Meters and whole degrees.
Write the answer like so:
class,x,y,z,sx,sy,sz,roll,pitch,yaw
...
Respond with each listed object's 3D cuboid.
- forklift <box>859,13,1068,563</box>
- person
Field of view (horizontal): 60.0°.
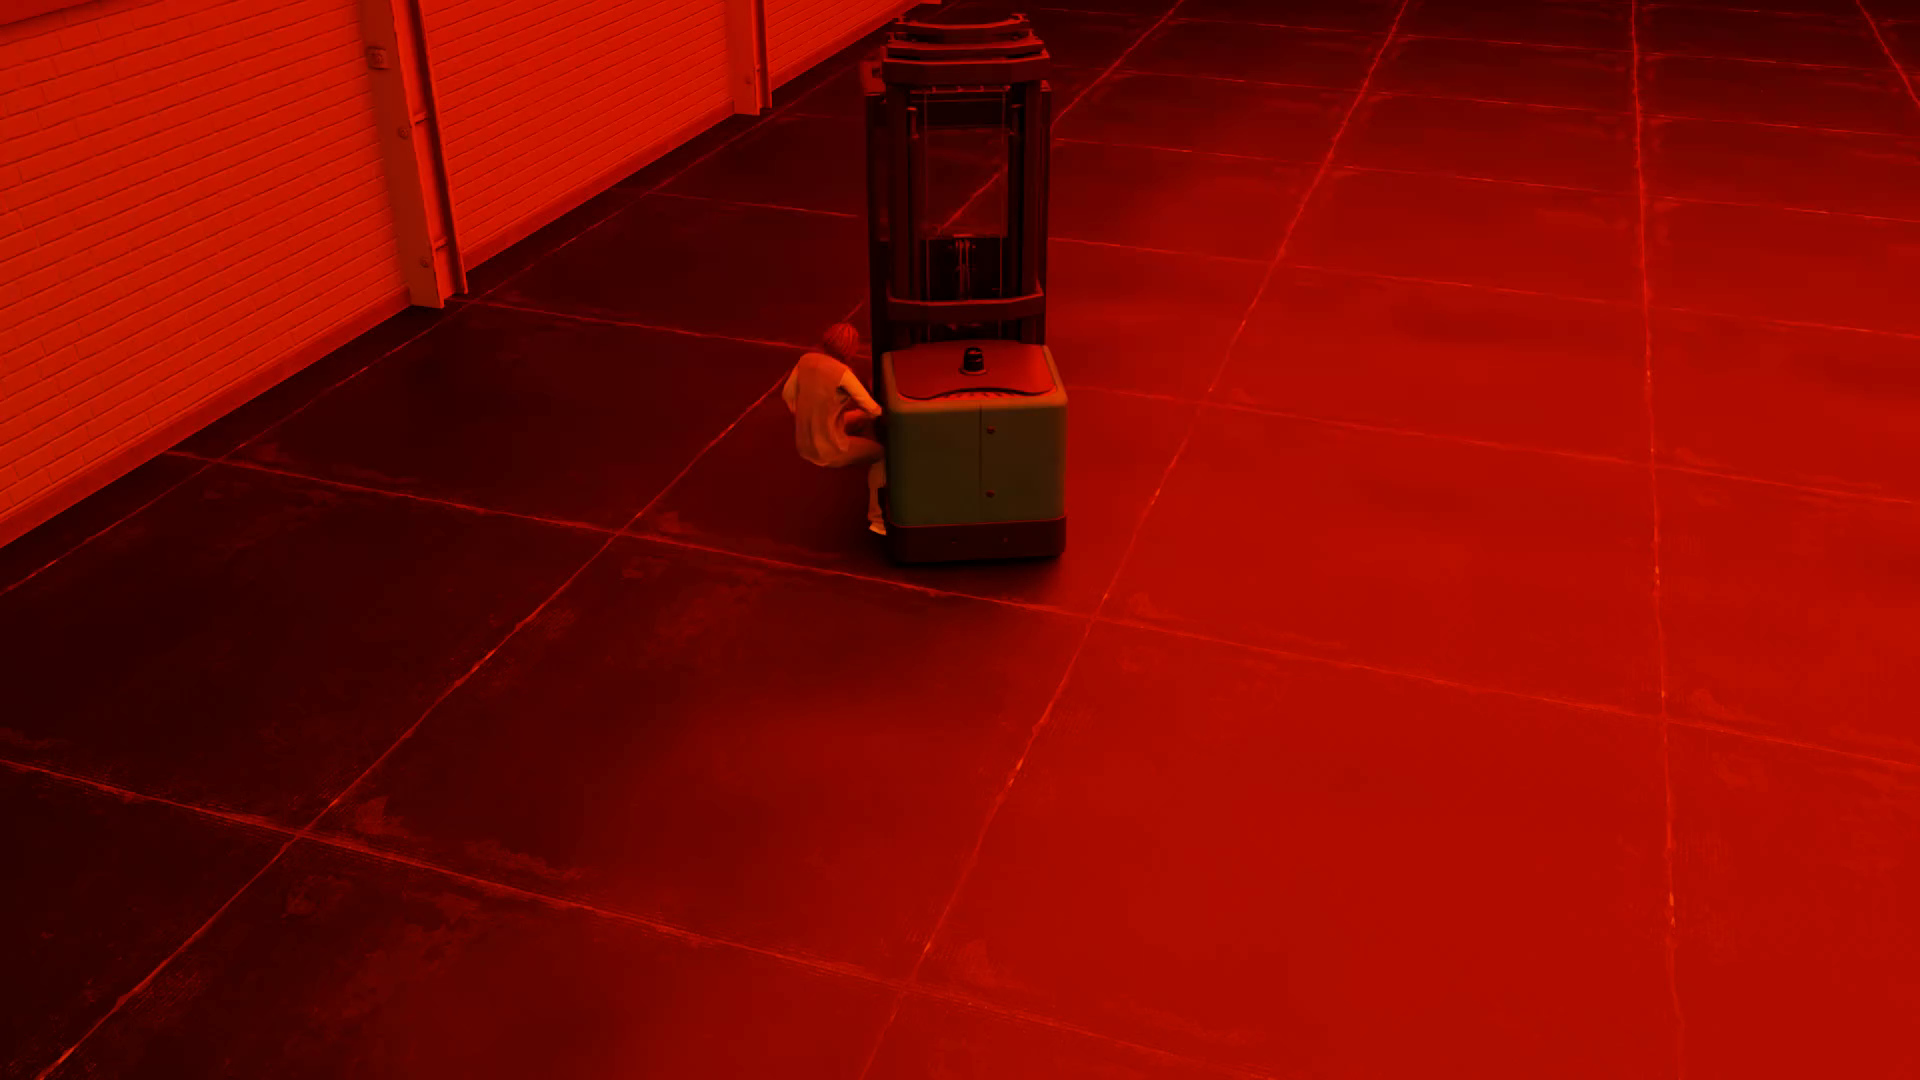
class,x,y,z,sx,sy,sz,roll,pitch,yaw
forklift,-0.037,-1.843,10.369,1.130,2.935,3.031,-3,30,-5
person,-0.626,-0.680,10.007,0.667,1.377,0.805,23,37,34
